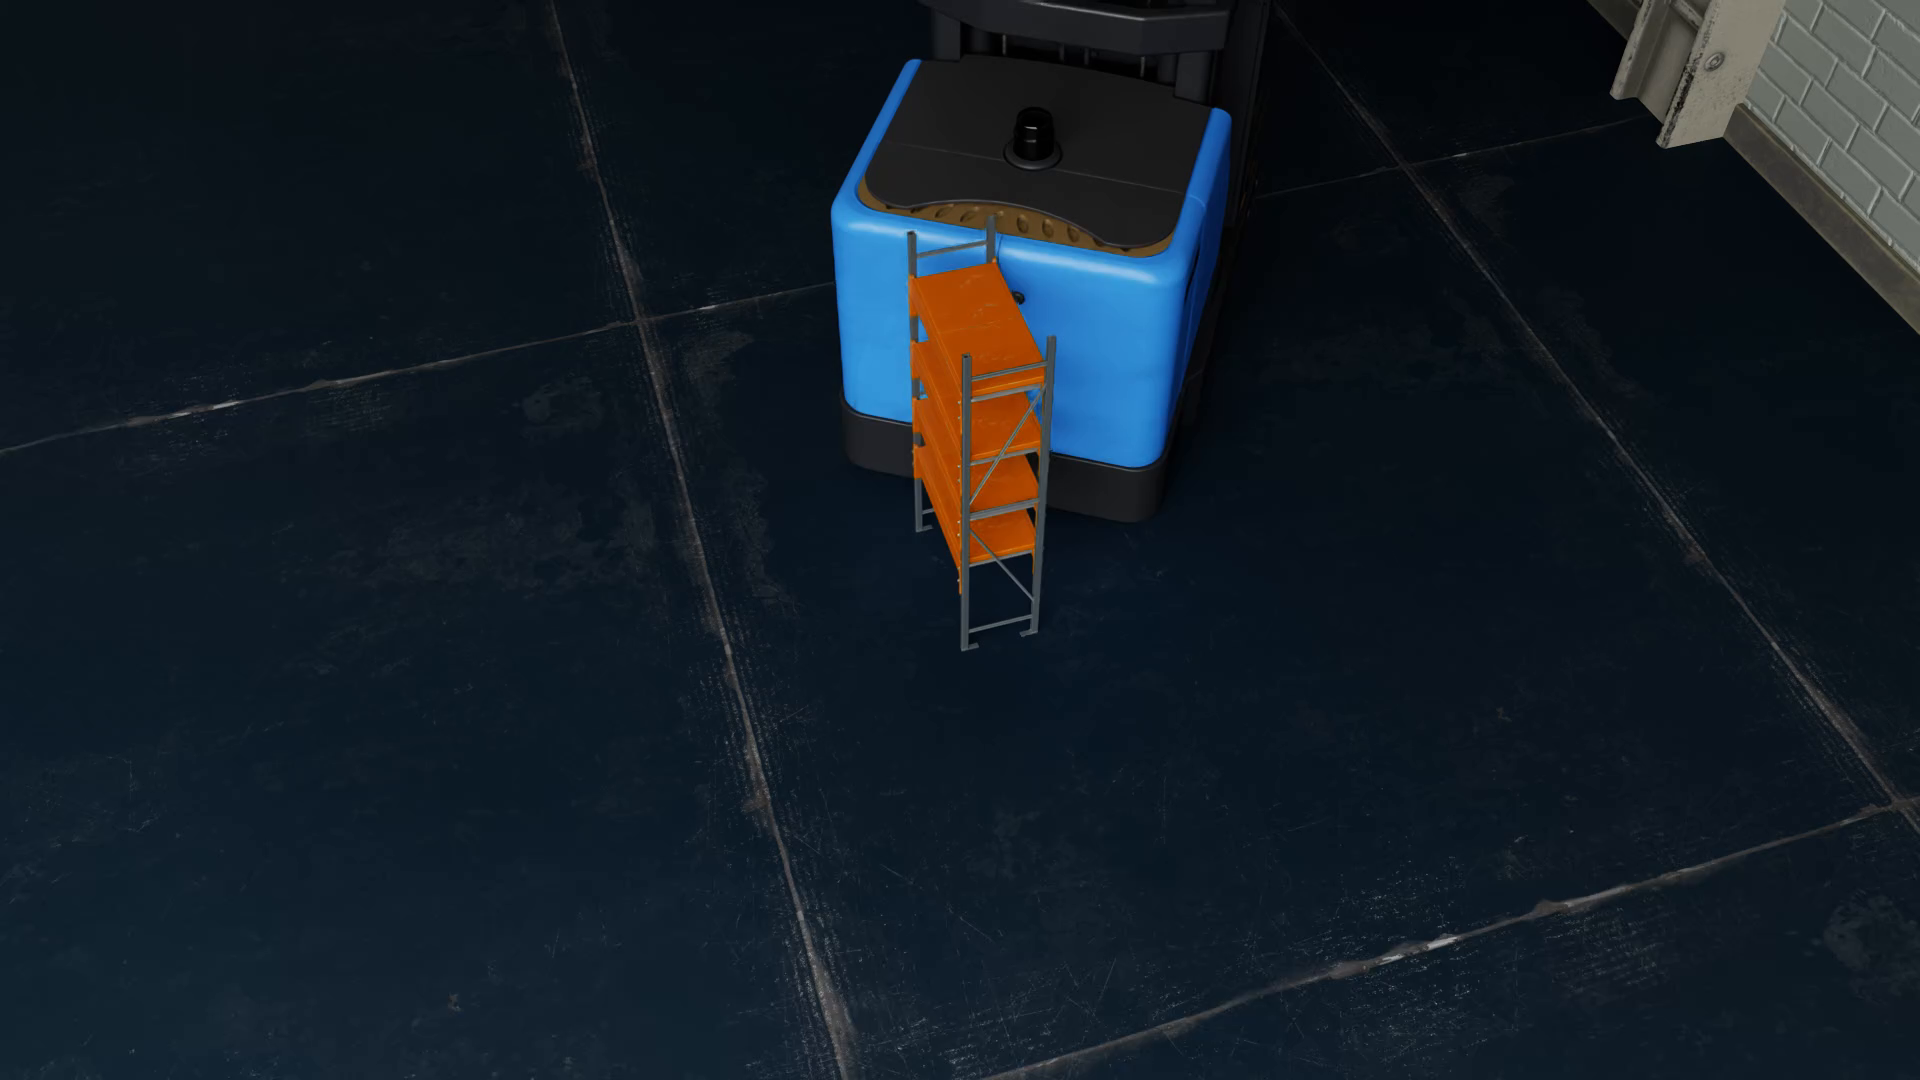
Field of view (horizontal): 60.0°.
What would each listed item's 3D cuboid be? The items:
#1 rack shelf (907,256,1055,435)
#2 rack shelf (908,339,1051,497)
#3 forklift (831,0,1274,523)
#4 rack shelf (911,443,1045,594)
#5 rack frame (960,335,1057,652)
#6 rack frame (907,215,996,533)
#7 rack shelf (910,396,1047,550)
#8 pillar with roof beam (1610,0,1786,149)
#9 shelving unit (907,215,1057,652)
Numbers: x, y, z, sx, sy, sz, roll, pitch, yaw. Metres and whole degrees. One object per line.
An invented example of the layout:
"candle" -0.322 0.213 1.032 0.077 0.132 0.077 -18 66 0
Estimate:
"rack shelf" 0.049 -0.519 4.387 0.258 0.148 0.480 -13 51 -11
"rack shelf" 0.049 -0.366 4.568 0.258 0.148 0.480 -13 51 -11
"forklift" 0.511 -2.156 5.150 1.130 2.935 3.031 12 51 10
"rack shelf" 0.047 -0.093 4.890 0.258 0.148 0.480 -13 51 -11
"rack frame" 0.120 -0.086 4.537 0.240 1.200 0.015 -13 51 -11
"rack frame" -0.023 -0.443 4.838 0.240 1.200 0.015 -13 51 -11
"rack shelf" 0.048 -0.221 4.738 0.258 0.148 0.480 -13 51 -11
"pillar with roof beam" -1.256 -3.647 2.439 9.100 9.000 0.400 -13 51 -11
"shelving unit" 0.048 -0.265 4.687 0.258 1.200 0.503 -13 51 -11
